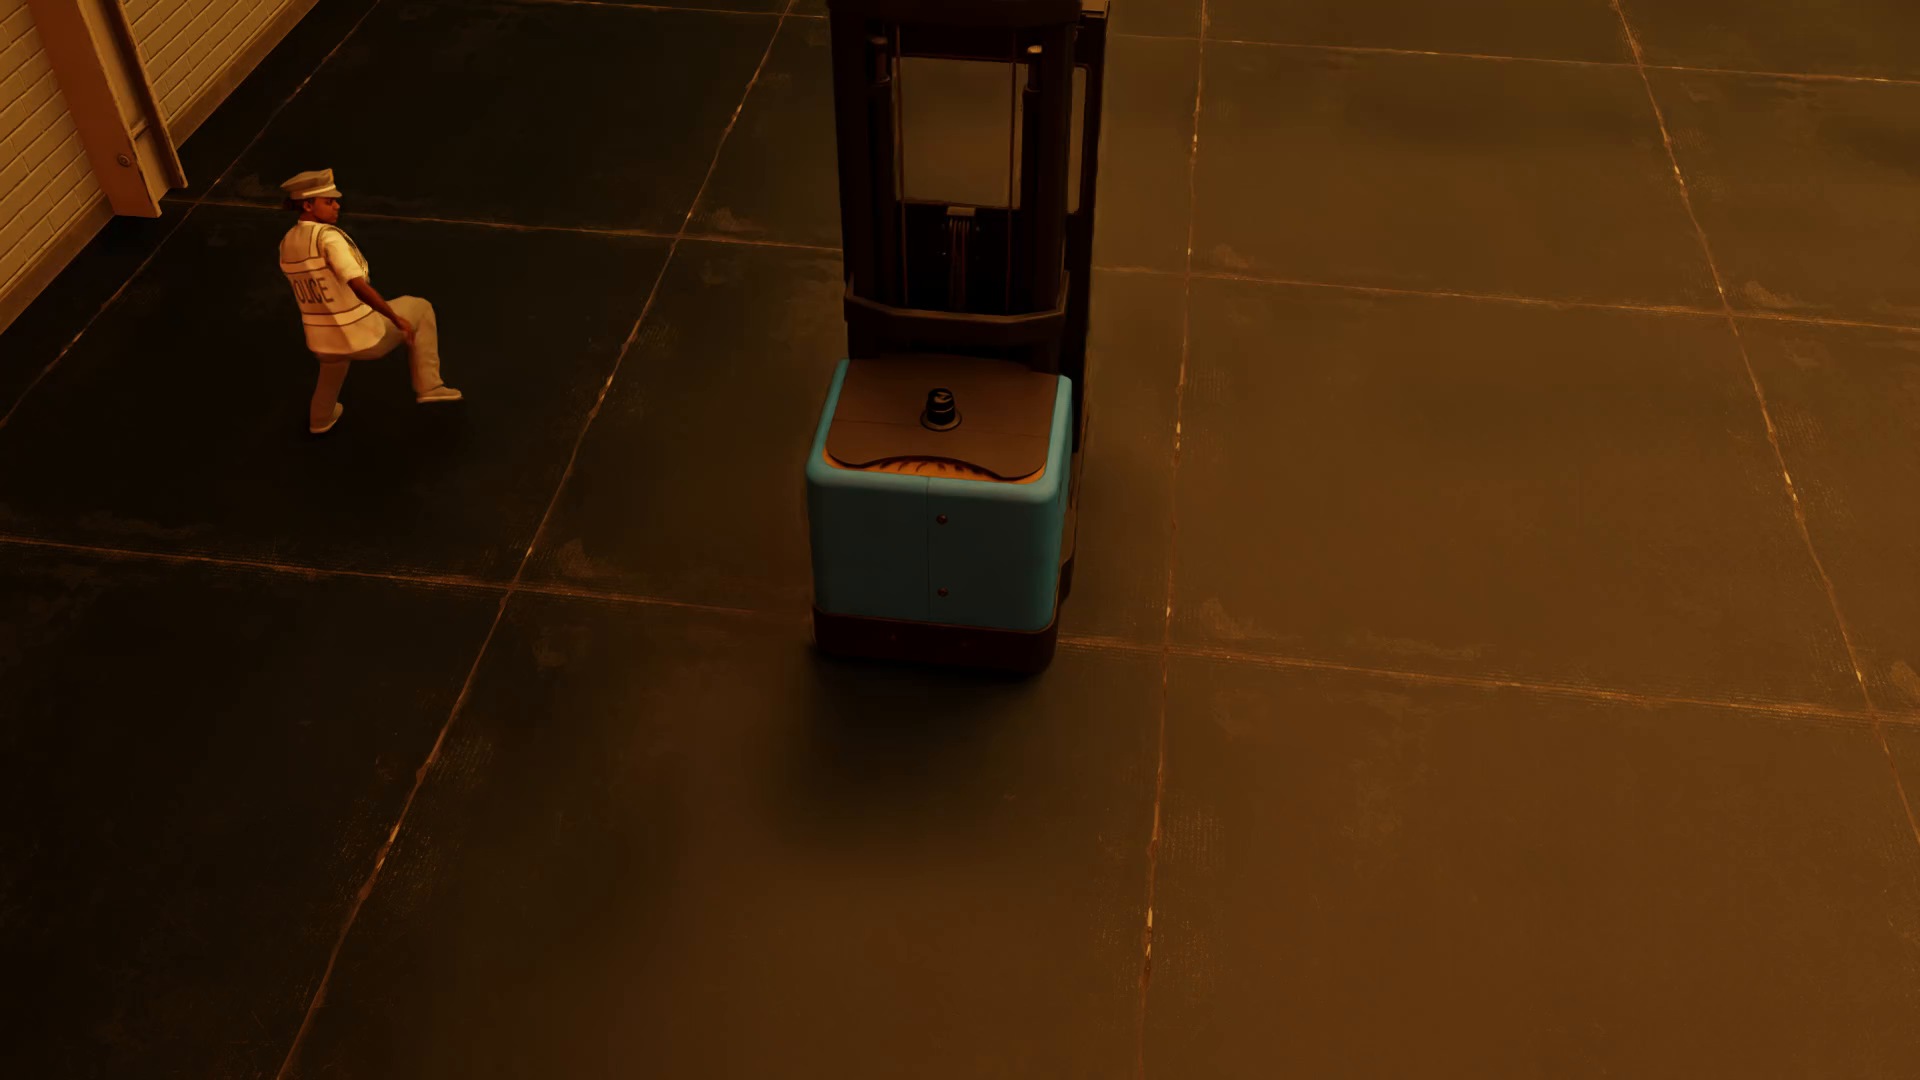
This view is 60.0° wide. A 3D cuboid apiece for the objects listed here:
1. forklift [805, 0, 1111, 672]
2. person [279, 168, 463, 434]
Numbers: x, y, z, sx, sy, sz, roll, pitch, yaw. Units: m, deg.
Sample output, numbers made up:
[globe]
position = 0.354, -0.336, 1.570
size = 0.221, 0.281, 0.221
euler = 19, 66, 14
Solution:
[forklift]
position = 0.063, -1.509, 7.367
size = 1.130, 2.935, 3.031
euler = 5, 43, 5
[person]
position = -2.948, -1.118, 8.084
size = 0.742, 1.456, 0.643
euler = 10, 44, 11
